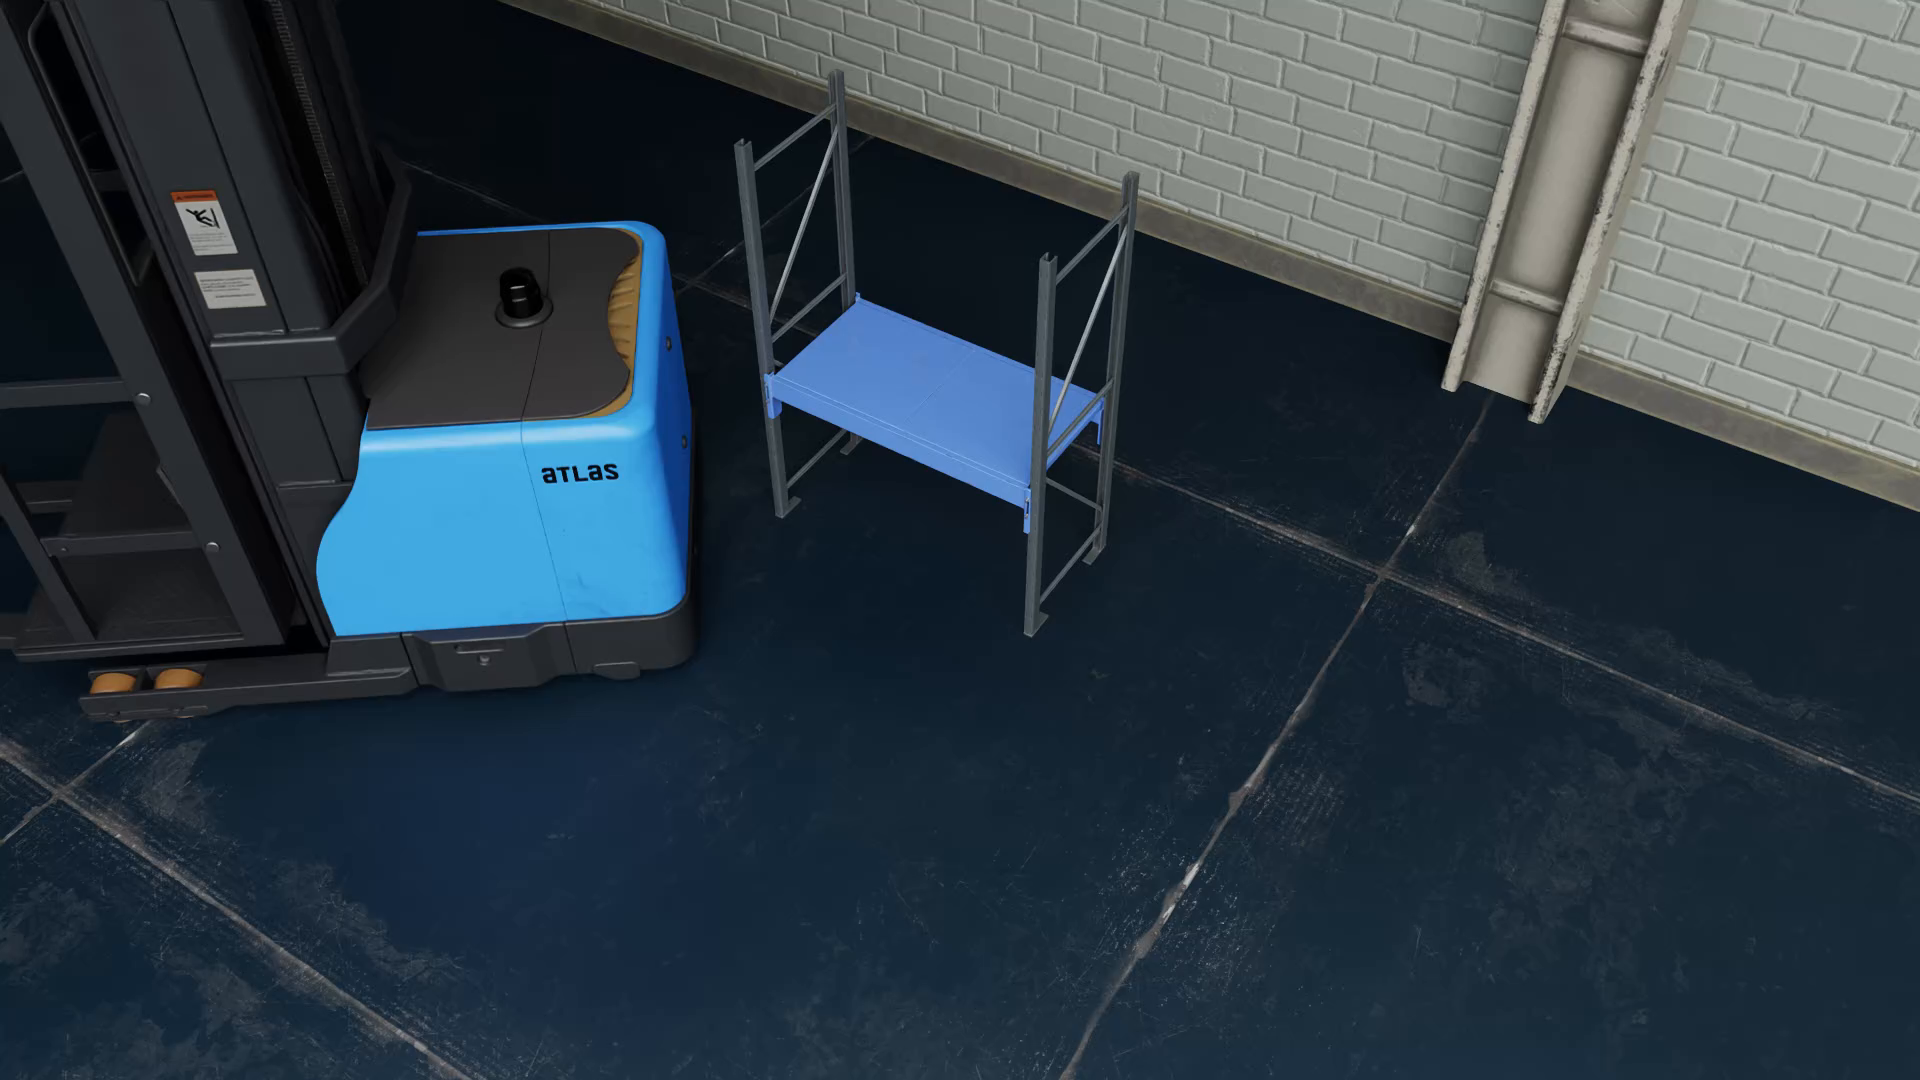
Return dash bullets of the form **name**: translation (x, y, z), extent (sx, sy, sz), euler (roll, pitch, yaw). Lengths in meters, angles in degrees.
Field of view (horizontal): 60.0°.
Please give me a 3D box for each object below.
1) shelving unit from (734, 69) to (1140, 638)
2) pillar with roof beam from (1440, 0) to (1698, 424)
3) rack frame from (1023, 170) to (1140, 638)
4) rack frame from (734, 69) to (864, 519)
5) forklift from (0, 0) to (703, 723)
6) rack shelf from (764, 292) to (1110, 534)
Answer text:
- **shelving unit**: translation (-0.072, -0.556, 5.244), extent (1.048, 1.500, 0.538), euler (25, 51, 22)
- **pillar with roof beam**: translation (-0.252, -1.134, 0.578), extent (0.400, 9.000, 9.100), euler (25, 51, 22)
- **rack frame**: translation (0.356, -0.359, 5.053), extent (0.032, 1.500, 0.500), euler (25, 51, 22)
- **rack frame**: translation (-0.500, -0.753, 5.435), extent (0.032, 1.500, 0.500), euler (25, 51, 22)
- **forklift**: translation (-2.385, -0.850, 4.532), extent (3.031, 2.935, 1.130), euler (-4, 46, -4)
- **rack shelf**: translation (-0.072, -0.430, 5.373), extent (1.000, 0.185, 0.538), euler (25, 51, 22)
